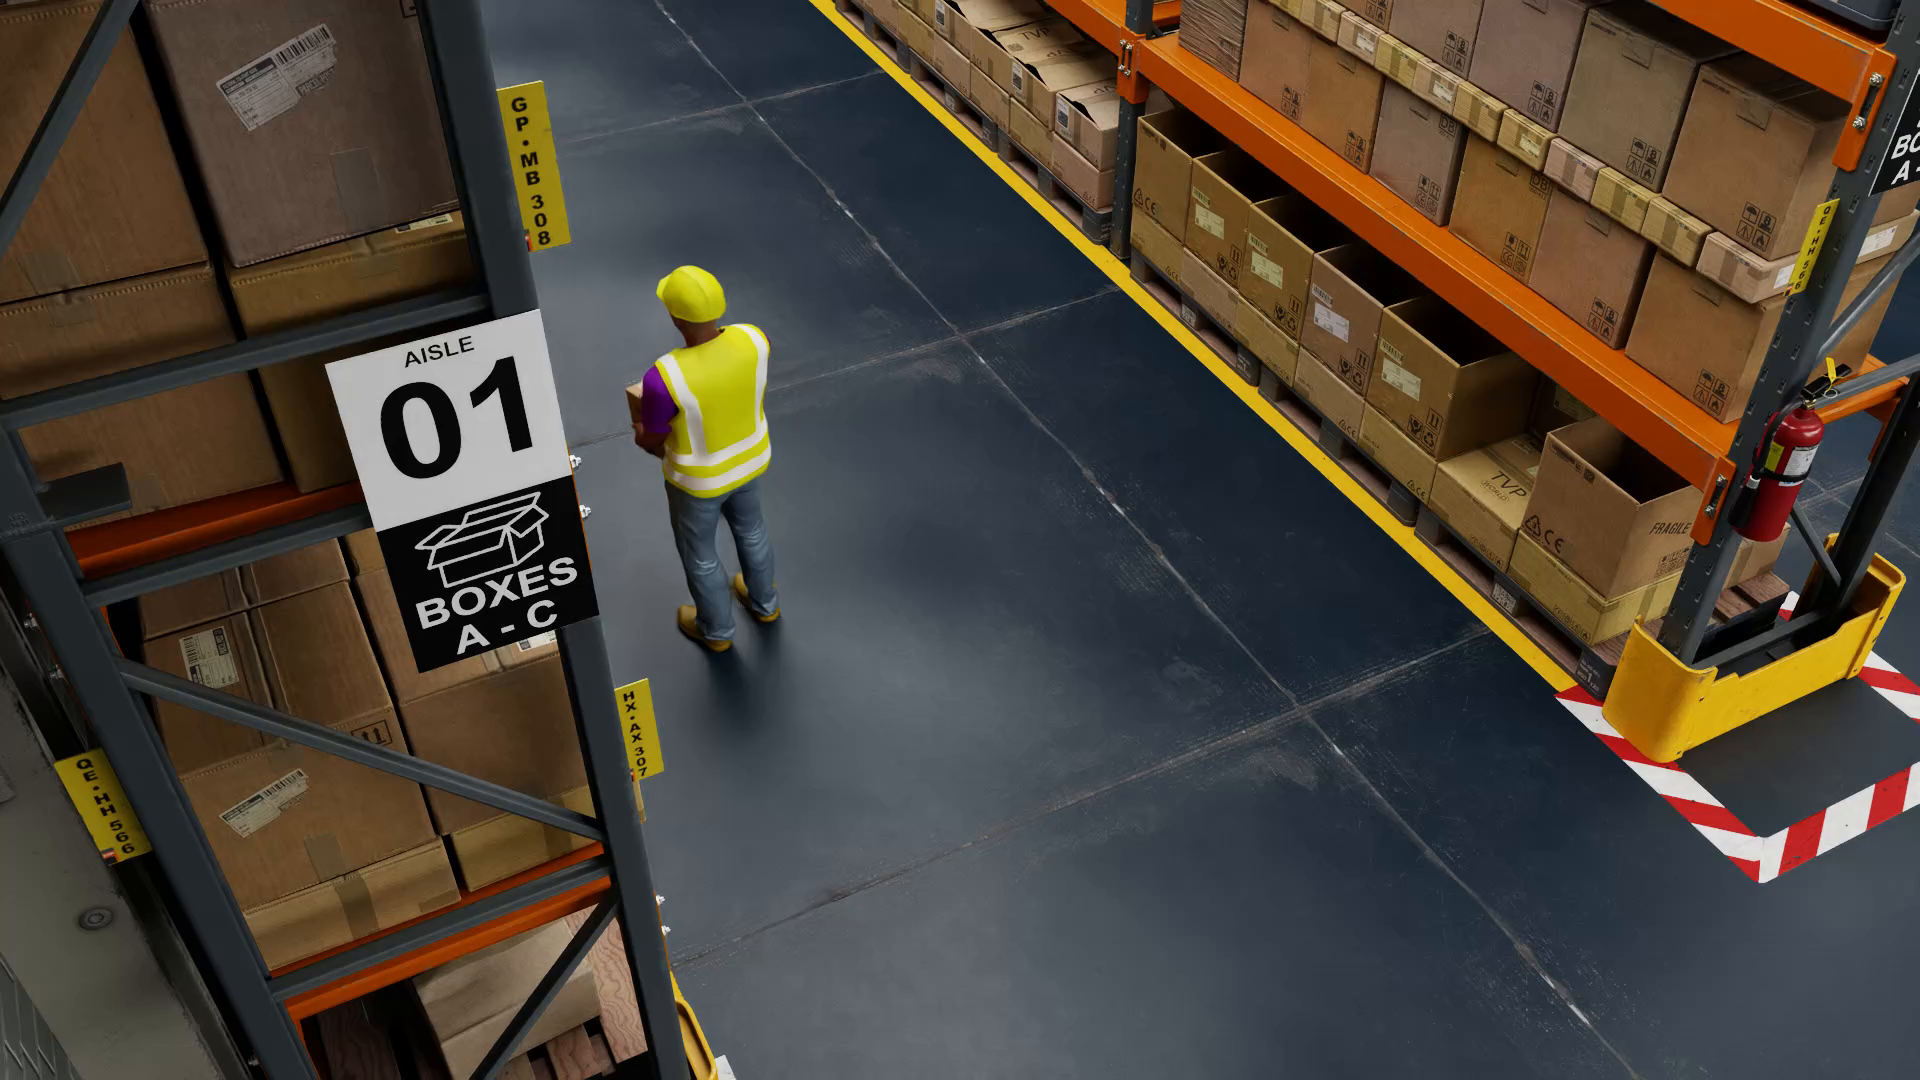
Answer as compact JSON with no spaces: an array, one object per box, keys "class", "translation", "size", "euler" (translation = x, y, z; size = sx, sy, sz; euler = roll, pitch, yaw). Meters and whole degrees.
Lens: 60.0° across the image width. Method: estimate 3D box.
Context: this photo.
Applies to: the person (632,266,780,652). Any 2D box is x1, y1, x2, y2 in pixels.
[{"class":"person","translation":[-1.010,-0.339,6.528],"size":[0.548,1.770,0.541],"euler":[-30,49,-30]}]
